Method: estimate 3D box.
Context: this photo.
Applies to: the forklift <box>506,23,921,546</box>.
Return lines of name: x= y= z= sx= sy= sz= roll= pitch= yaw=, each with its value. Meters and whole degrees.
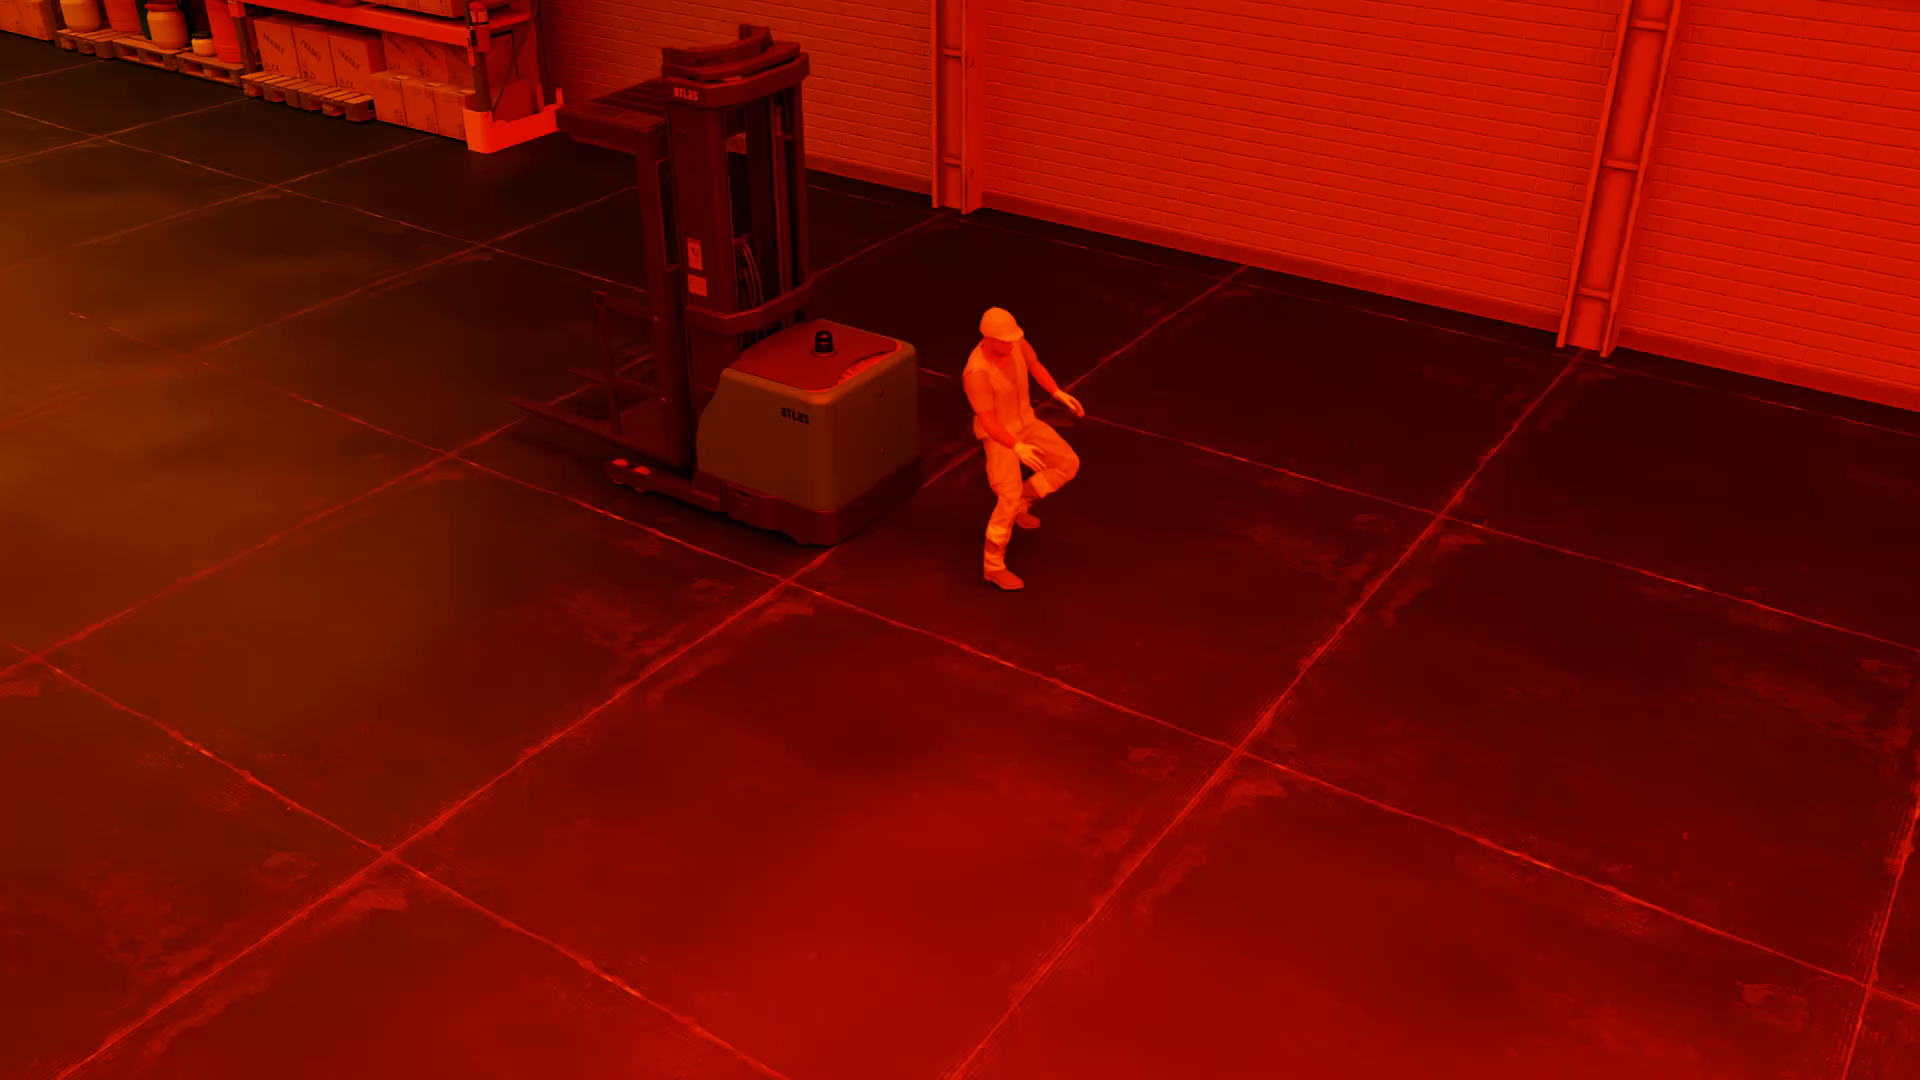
forklift: x=-1.770 y=-1.788 z=10.661 sx=3.031 sy=2.935 sz=1.130 roll=19 pitch=35 yaw=29

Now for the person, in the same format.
person: x=0.374 y=-0.613 z=9.959 sx=0.733 sy=1.613 sz=0.846 roll=24 pitch=38 yaw=35
